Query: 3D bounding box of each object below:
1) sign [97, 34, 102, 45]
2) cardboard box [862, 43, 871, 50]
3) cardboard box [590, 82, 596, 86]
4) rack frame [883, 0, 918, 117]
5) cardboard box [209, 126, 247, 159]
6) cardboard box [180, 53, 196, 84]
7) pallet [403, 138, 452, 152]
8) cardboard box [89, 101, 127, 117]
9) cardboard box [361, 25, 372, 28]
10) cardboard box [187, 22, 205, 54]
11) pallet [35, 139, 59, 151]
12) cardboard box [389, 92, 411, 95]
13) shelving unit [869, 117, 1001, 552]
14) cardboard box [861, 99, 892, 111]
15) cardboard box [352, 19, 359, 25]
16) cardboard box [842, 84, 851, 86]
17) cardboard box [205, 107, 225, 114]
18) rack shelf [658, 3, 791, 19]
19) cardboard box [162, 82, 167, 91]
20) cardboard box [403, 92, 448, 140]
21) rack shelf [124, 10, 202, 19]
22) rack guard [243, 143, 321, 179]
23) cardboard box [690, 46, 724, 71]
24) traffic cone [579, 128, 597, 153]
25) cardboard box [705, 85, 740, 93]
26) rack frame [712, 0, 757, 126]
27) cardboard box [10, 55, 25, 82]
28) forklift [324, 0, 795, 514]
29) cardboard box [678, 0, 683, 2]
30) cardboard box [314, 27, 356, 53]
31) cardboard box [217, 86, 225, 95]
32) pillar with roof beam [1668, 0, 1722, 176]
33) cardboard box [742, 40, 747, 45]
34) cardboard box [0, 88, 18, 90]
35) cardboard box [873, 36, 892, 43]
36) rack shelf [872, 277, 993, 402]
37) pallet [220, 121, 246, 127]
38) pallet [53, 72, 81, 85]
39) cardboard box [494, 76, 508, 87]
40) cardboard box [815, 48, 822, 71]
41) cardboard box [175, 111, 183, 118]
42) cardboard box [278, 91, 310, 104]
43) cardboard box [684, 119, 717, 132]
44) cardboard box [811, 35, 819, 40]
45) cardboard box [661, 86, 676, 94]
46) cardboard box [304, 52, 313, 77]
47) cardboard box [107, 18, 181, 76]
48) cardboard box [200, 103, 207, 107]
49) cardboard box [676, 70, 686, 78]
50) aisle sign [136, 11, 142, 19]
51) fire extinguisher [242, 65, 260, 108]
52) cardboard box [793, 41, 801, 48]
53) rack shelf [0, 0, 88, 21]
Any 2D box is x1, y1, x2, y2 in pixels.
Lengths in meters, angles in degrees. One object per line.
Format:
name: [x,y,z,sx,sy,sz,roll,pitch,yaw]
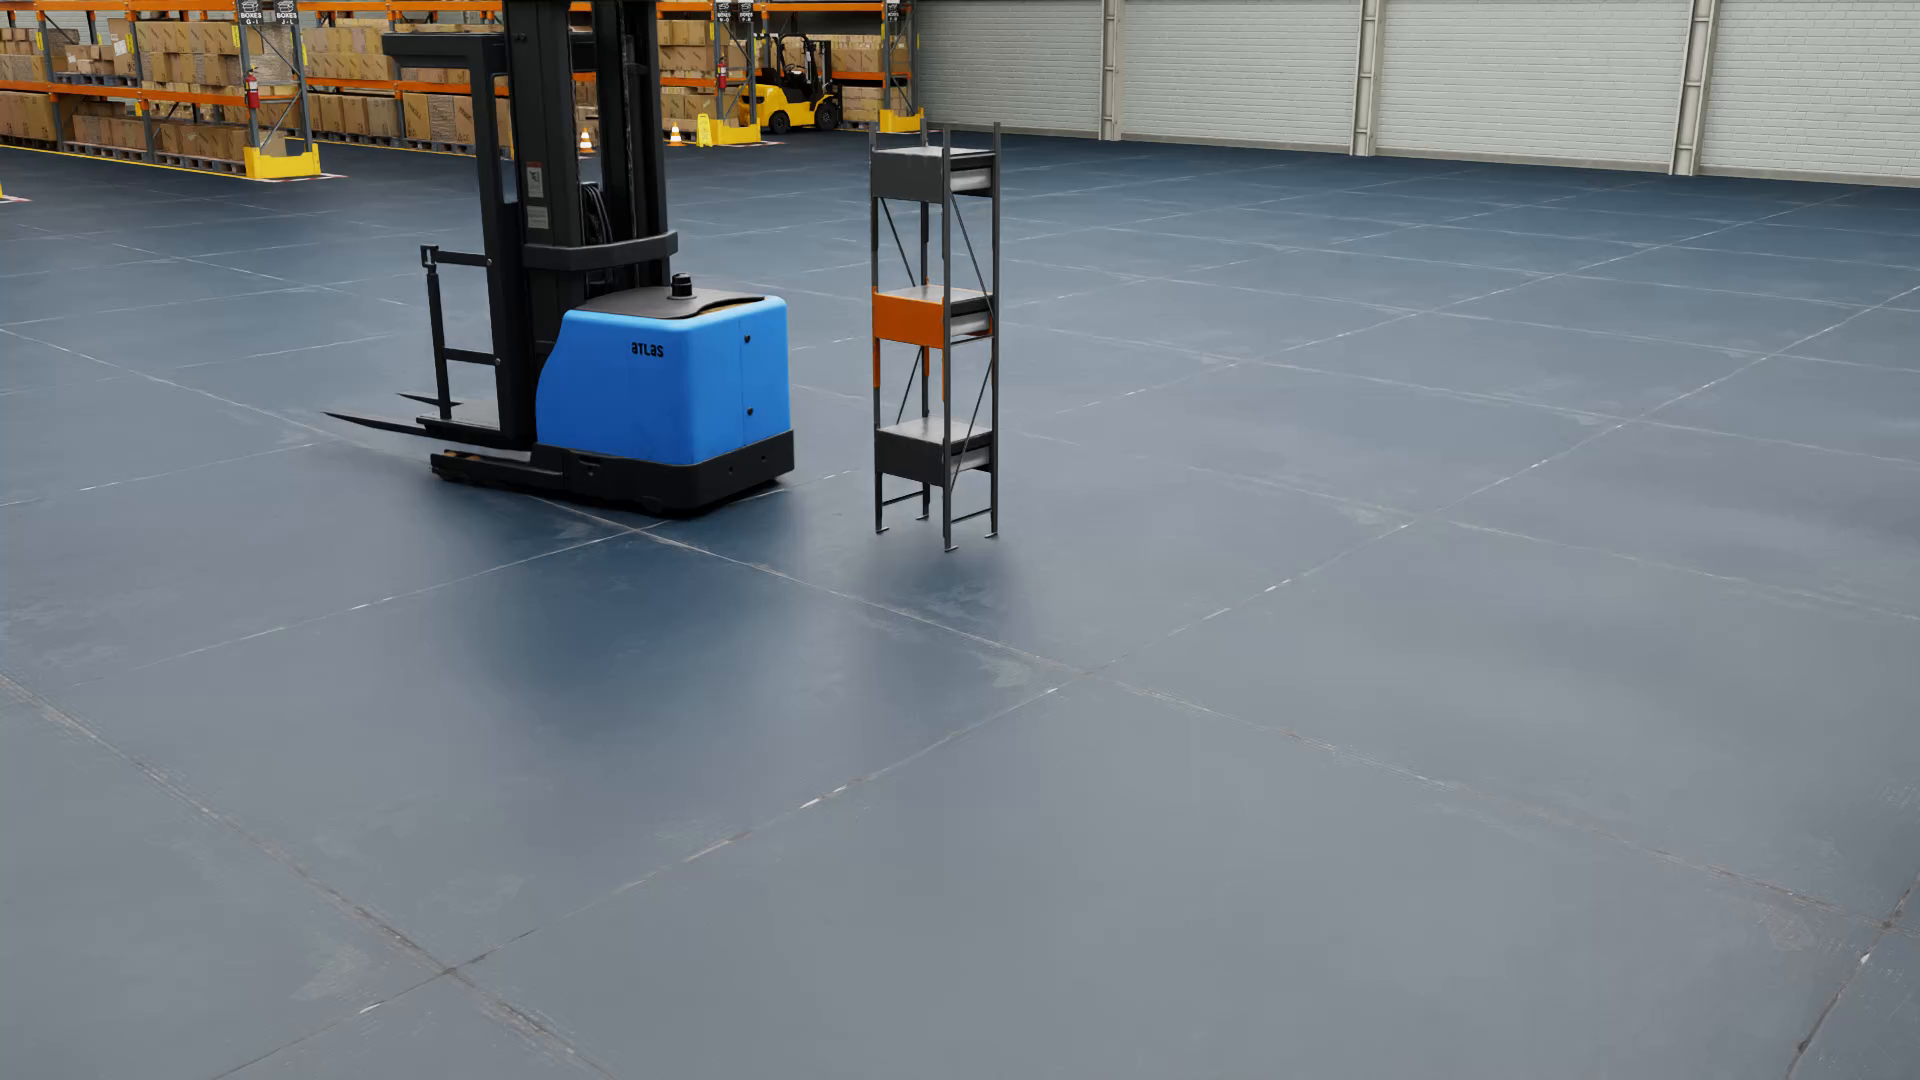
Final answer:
sign: [-16.853,-9.736,32.547,0.005,0.325,0.100,15,23,39]
cardboard box: [-2.009,-11.264,37.909,0.250,0.149,0.380,16,23,40]
cardboard box: [-9.778,-12.365,44.980,0.250,0.149,0.380,14,22,36]
rack frame: [-1.352,-10.857,37.862,0.127,3.000,1.000,15,23,39]
cardboard box: [-12.604,-6.871,28.741,0.500,0.500,0.500,-16,23,-41]
cardboard box: [-12.781,-8.083,28.466,0.500,0.500,0.875,15,23,39]
pallet: [-10.329,-7.896,33.144,1.213,0.211,1.003,15,23,39]
cardboard box: [-16.281,-8.241,31.785,0.500,0.250,0.500,-15,23,-40]
cardboard box: [-14.917,-12.903,42.491,0.500,0.500,0.500,15,23,40]
cardboard box: [-12.548,-8.411,27.847,0.500,0.500,0.500,15,23,39]
pallet: [-17.746,-7.943,33.292,1.213,0.211,1.003,15,23,39]
cardboard box: [-14.018,-11.272,42.711,0.875,0.438,0.875,15,23,38]
shelving unit: [-0.124,-1.034,8.399,0.503,2.100,0.431,15,23,39]
cardboard box: [-1.924,-10.012,38.224,0.500,0.250,0.500,15,23,39]
cardboard box: [-15.398,-13.324,42.746,0.250,0.149,0.380,14,23,38]
cardboard box: [-2.708,-10.669,39.469,0.500,0.250,0.500,14,23,38]
cardboard box: [-17.276,-9.977,38.616,0.250,0.149,0.380,16,23,40]
rack shelf: [-5.840,-13.148,41.313,4.000,0.370,1.077,15,23,39]
cardboard box: [-13.676,-7.918,29.017,0.250,0.149,0.380,15,23,39]
cardboard box: [-10.422,-8.441,33.069,0.875,0.875,0.875,15,23,40]
rack shelf: [-18.326,-12.491,39.241,4.000,0.370,1.077,15,23,39]
rack guard: [-11.279,-6.315,27.682,0.348,0.500,1.175,15,23,39]
cardboard box: [-5.233,-9.969,34.408,0.500,0.500,0.500,15,23,38]
traffic cone: [-7.309,-7.811,32.460,0.334,0.463,0.336,15,23,39]
cardboard box: [-5.881,-11.138,41.981,0.625,0.625,0.875,14,22,37]
rack frame: [-4.644,-9.733,34.321,0.127,3.000,1.000,15,23,39]
cardboard box: [-18.499,-9.393,33.084,0.500,0.500,0.500,14,22,38]
forklift: [-2.500,-1.845,9.579,3.031,2.935,1.130,10,20,28]
cardboard box: [-5.626,-11.221,34.466,0.250,0.149,0.380,15,23,40]
cardboard box: [-13.130,-10.530,35.013,0.500,0.500,0.700,15,23,38]
cardboard box: [-12.157,-7.524,27.777,0.250,0.149,0.380,15,23,39]
pillar with roof beam: [9.330,-9.472,23.581,0.400,9.000,9.100,15,23,39]
cardboard box: [-5.100,-12.144,40.680,0.250,0.149,0.380,15,23,39]
cardboard box: [-19.706,-8.964,34.716,0.875,0.875,1.225,15,23,39]
cardboard box: [-1.760,-11.380,37.780,0.250,0.149,0.380,15,23,39]
rack shelf: [-0.124,-1.021,8.403,0.480,0.518,0.431,15,23,39]
pallet: [-16.247,-9.517,38.251,1.213,0.211,1.003,15,23,39]
pallet: [-16.602,-8.887,31.972,1.003,0.211,1.213,15,23,39]
cardboard box: [-8.162,-8.728,30.908,0.550,0.550,0.875,15,23,39]
cardboard box: [-3.044,-11.251,38.940,0.500,0.500,0.500,15,23,40]
cardboard box: [-18.476,-10.161,39.690,0.250,0.149,0.380,15,23,39]
cardboard box: [-14.524,-9.643,36.237,0.500,0.250,0.500,14,23,38]
cardboard box: [-5.446,-8.729,35.008,0.500,0.250,0.500,15,23,39]
cardboard box: [-3.287,-11.787,39.063,0.250,0.149,0.380,15,23,39]
cardboard box: [-6.118,-9.554,35.297,0.250,0.149,0.380,16,24,42]
cardboard box: [-13.681,-10.095,35.298,0.500,0.500,0.500,15,23,40]
cardboard box: [-14.715,-8.971,30.235,1.000,1.000,1.000,15,23,40]
cardboard box: [-17.486,-10.182,38.771,0.250,0.149,0.380,15,23,40]
cardboard box: [-5.719,-9.767,34.843,0.250,0.149,0.380,16,23,40]
aisle sign: [-20.075,-12.991,40.290,0.004,0.787,0.394,15,23,39]
fire extinguisher: [-11.443,-7.327,26.867,0.183,0.674,0.296,15,23,39]
cardboard box: [-3.737,-11.729,39.374,0.250,0.149,0.380,16,23,40]
rack shelf: [-18.702,-10.586,33.238,4.000,0.370,1.077,15,23,39]
